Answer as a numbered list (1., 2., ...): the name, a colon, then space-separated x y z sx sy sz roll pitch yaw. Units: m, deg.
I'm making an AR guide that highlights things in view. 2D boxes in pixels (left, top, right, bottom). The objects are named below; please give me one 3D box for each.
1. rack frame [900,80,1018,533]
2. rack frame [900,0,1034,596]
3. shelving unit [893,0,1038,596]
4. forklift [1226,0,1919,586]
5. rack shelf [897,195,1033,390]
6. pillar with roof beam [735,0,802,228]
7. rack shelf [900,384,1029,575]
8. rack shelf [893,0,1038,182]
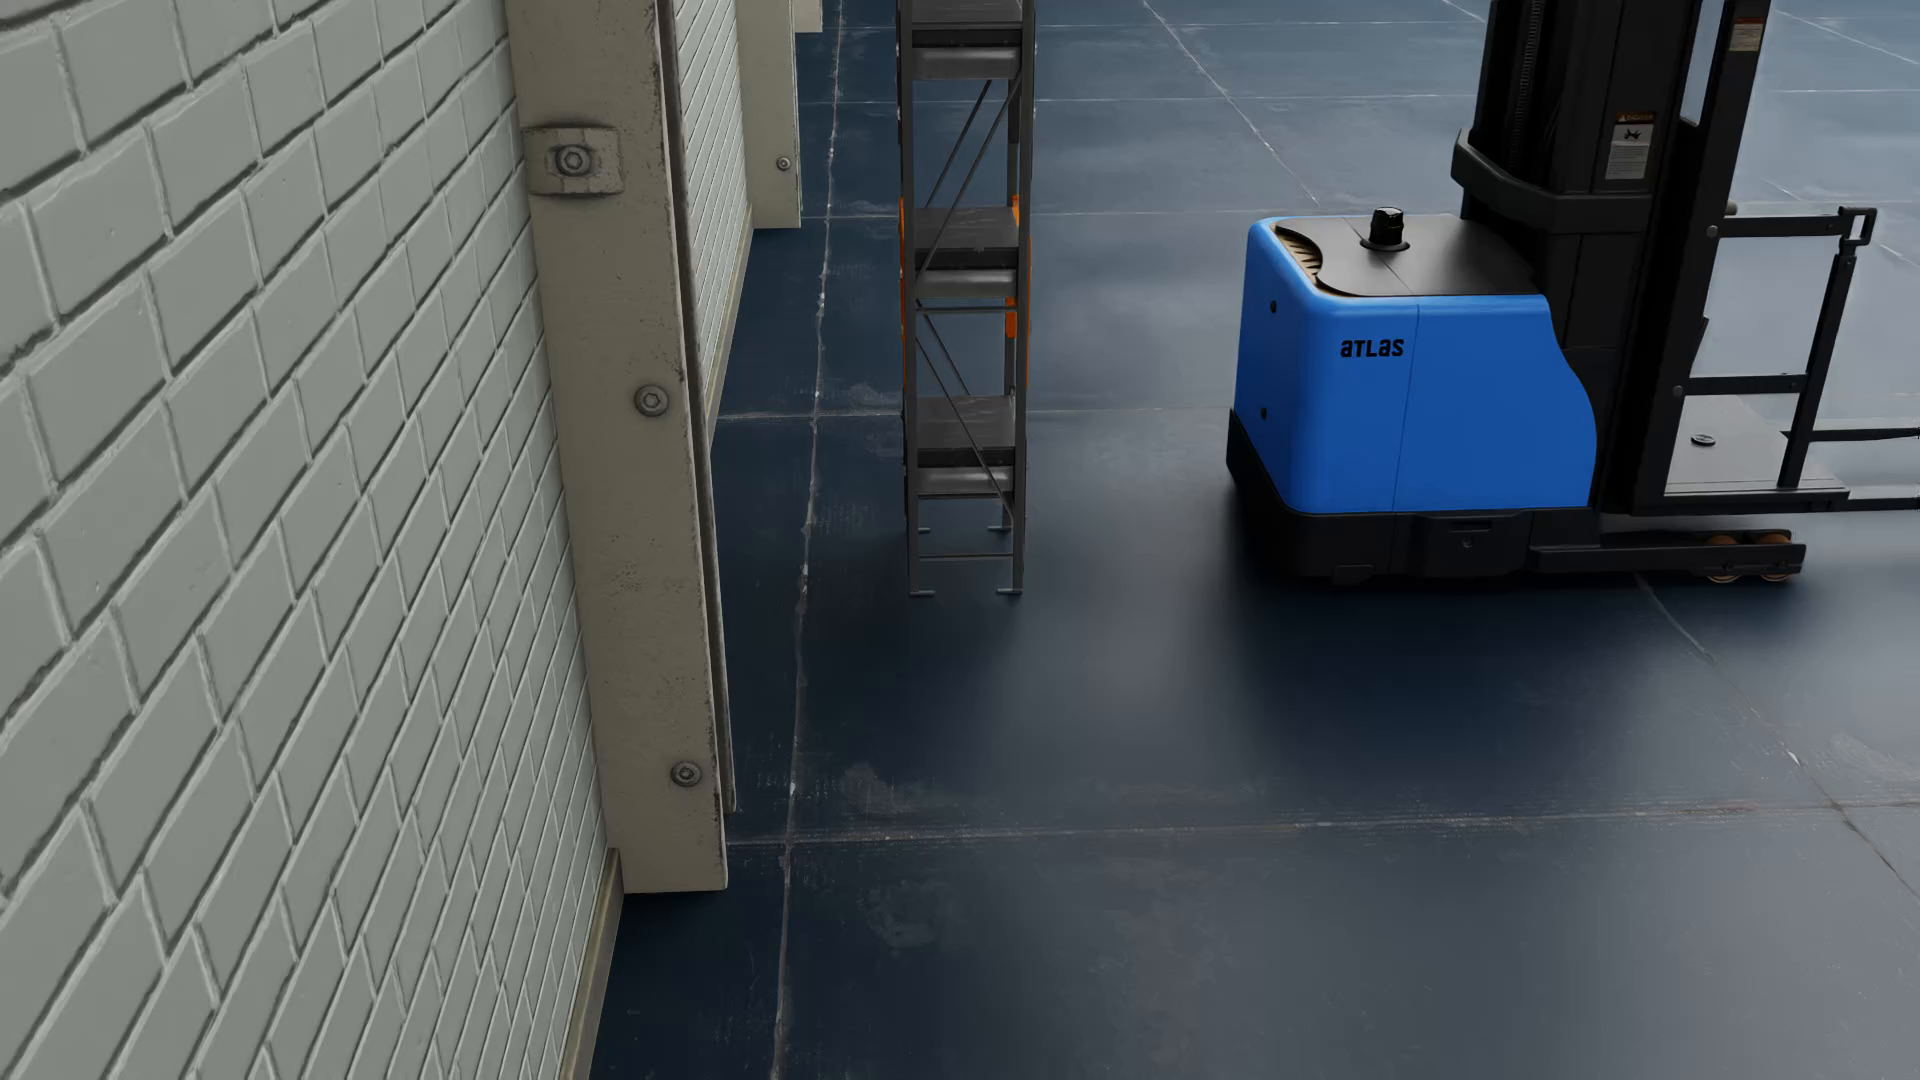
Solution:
1. rack frame: -0.004 -0.967 5.834 0.400 2.100 0.015 -1 28 -3
2. rack frame: 0.021 -0.742 5.402 0.400 2.100 0.015 -1 28 -3
3. shelving unit: 0.009 -0.855 5.618 0.431 2.100 0.503 -1 28 -3
4. forklift: 2.607 -1.389 5.744 3.031 2.935 1.130 -2 28 -3
5. rack shelf: 0.009 -0.842 5.624 0.431 0.518 0.480 -1 28 -3
6. pillar with roof beam: 3.196 -6.016 8.054 9.100 9.000 0.400 -1 28 -3
7. rack shelf: 0.009 -0.222 5.948 0.431 0.518 0.480 -1 28 -3
8. rack shelf: 0.009 -1.463 5.300 0.431 0.518 0.480 -1 28 -3
